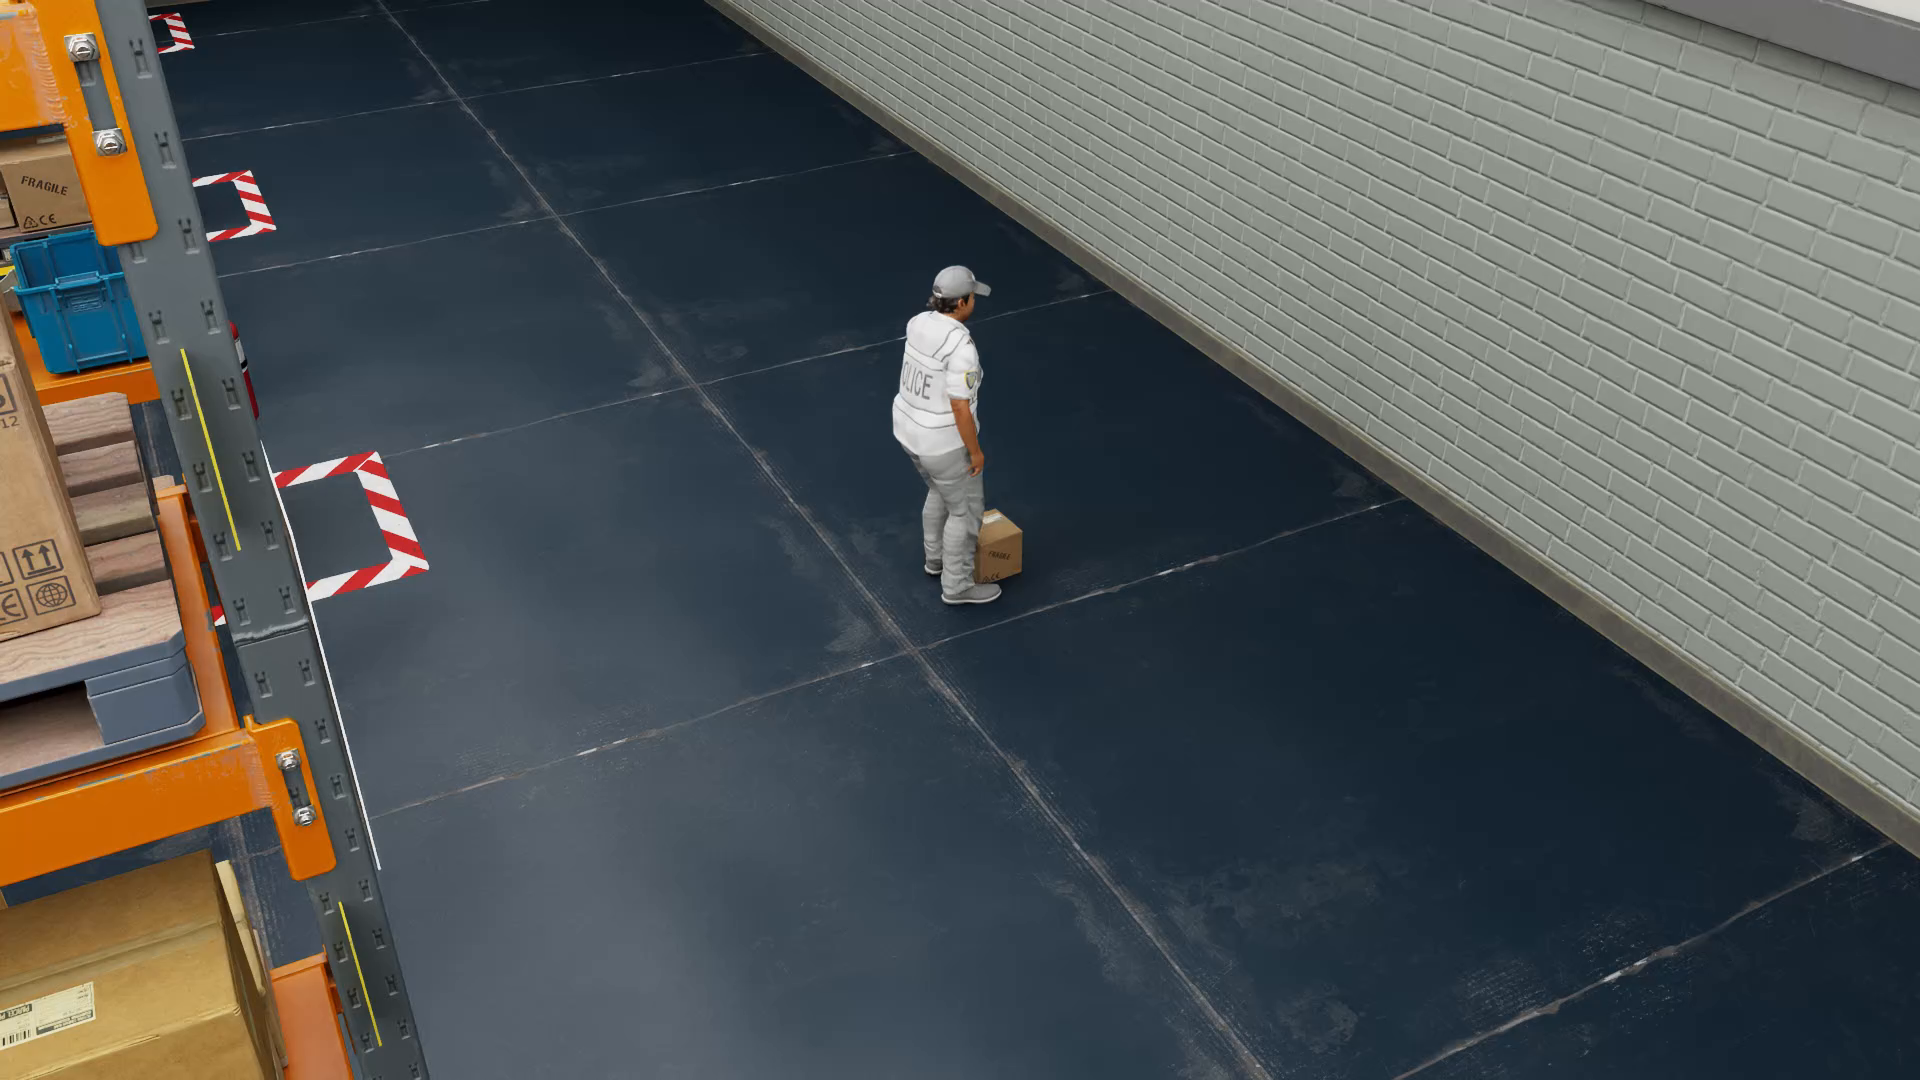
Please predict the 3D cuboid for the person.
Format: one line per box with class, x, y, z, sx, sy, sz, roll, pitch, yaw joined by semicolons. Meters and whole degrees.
person;-0.051;-0.497;7.894;0.470;1.665;0.560;-18;37;-26
